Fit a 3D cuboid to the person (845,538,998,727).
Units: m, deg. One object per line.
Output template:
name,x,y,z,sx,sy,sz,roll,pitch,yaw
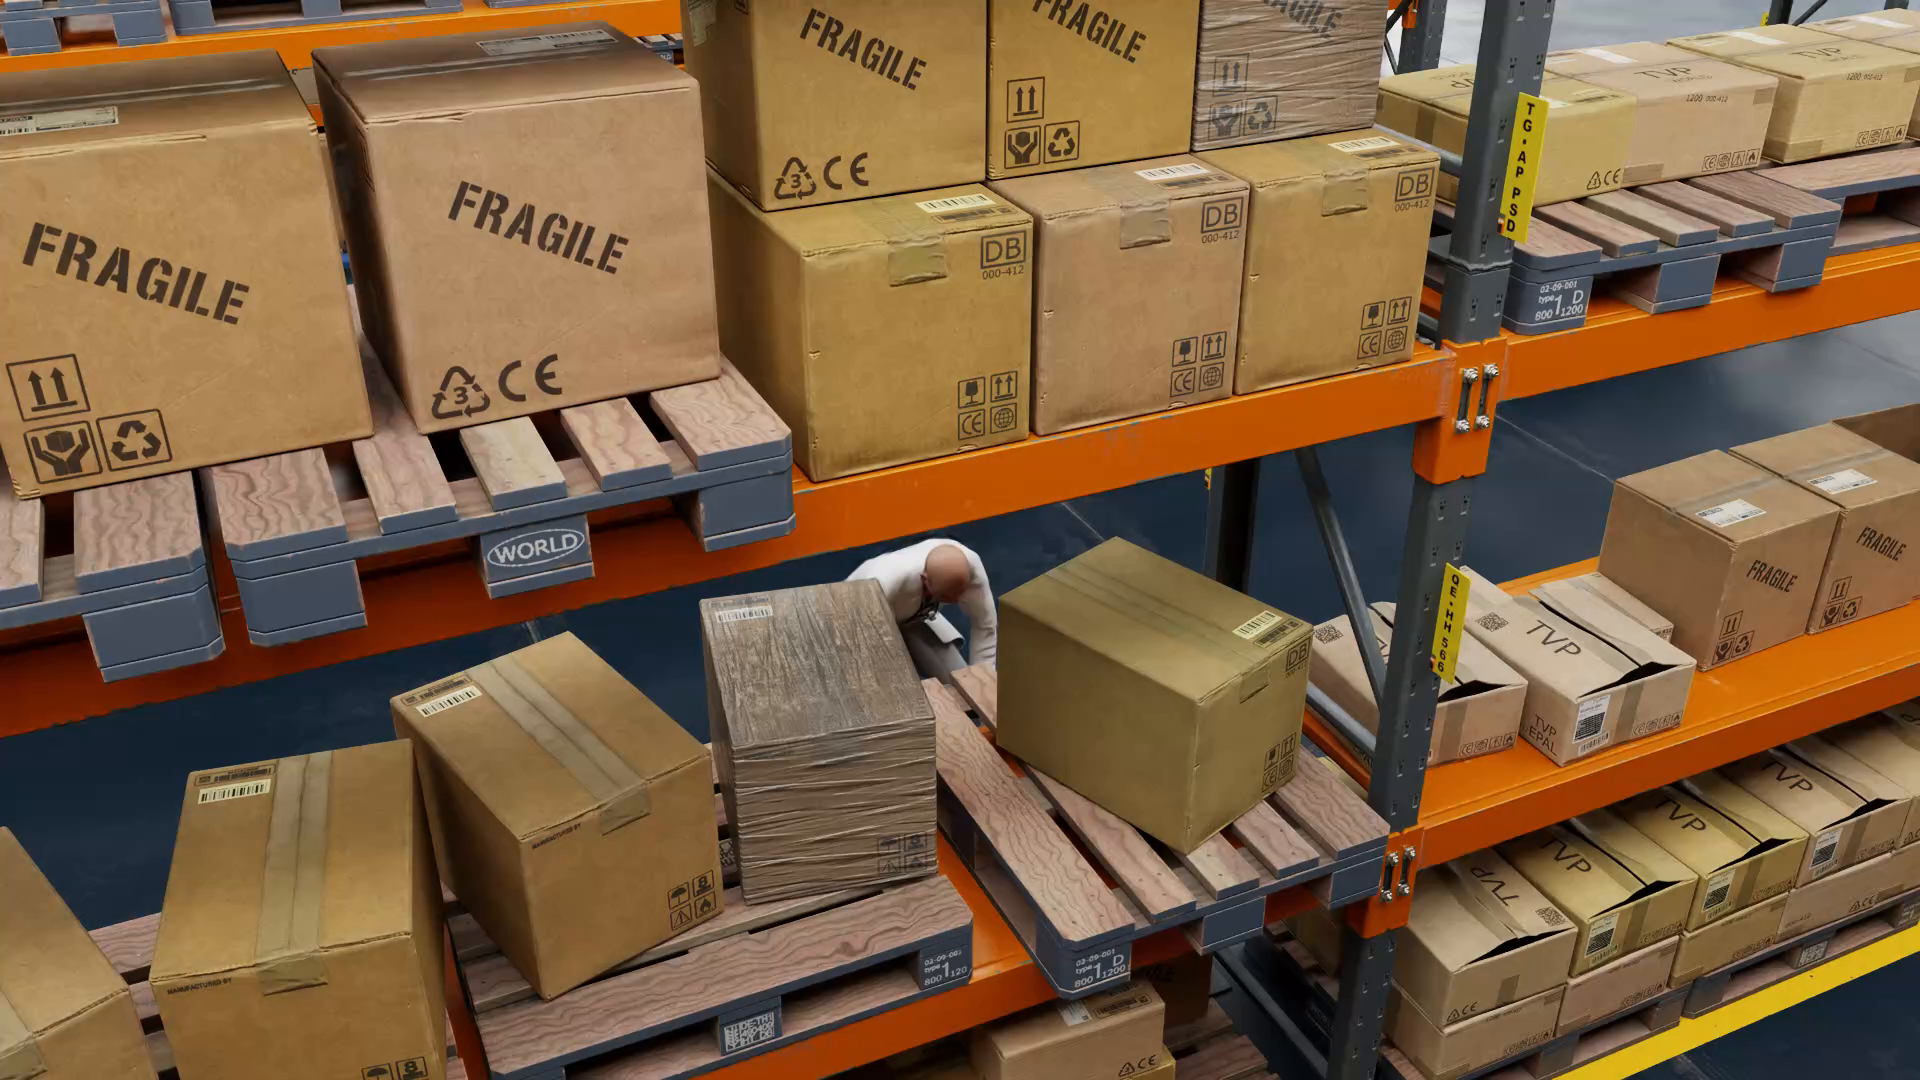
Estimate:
person,-0.194,0.449,6.879,0.631,1.249,0.785,-13,32,-22
